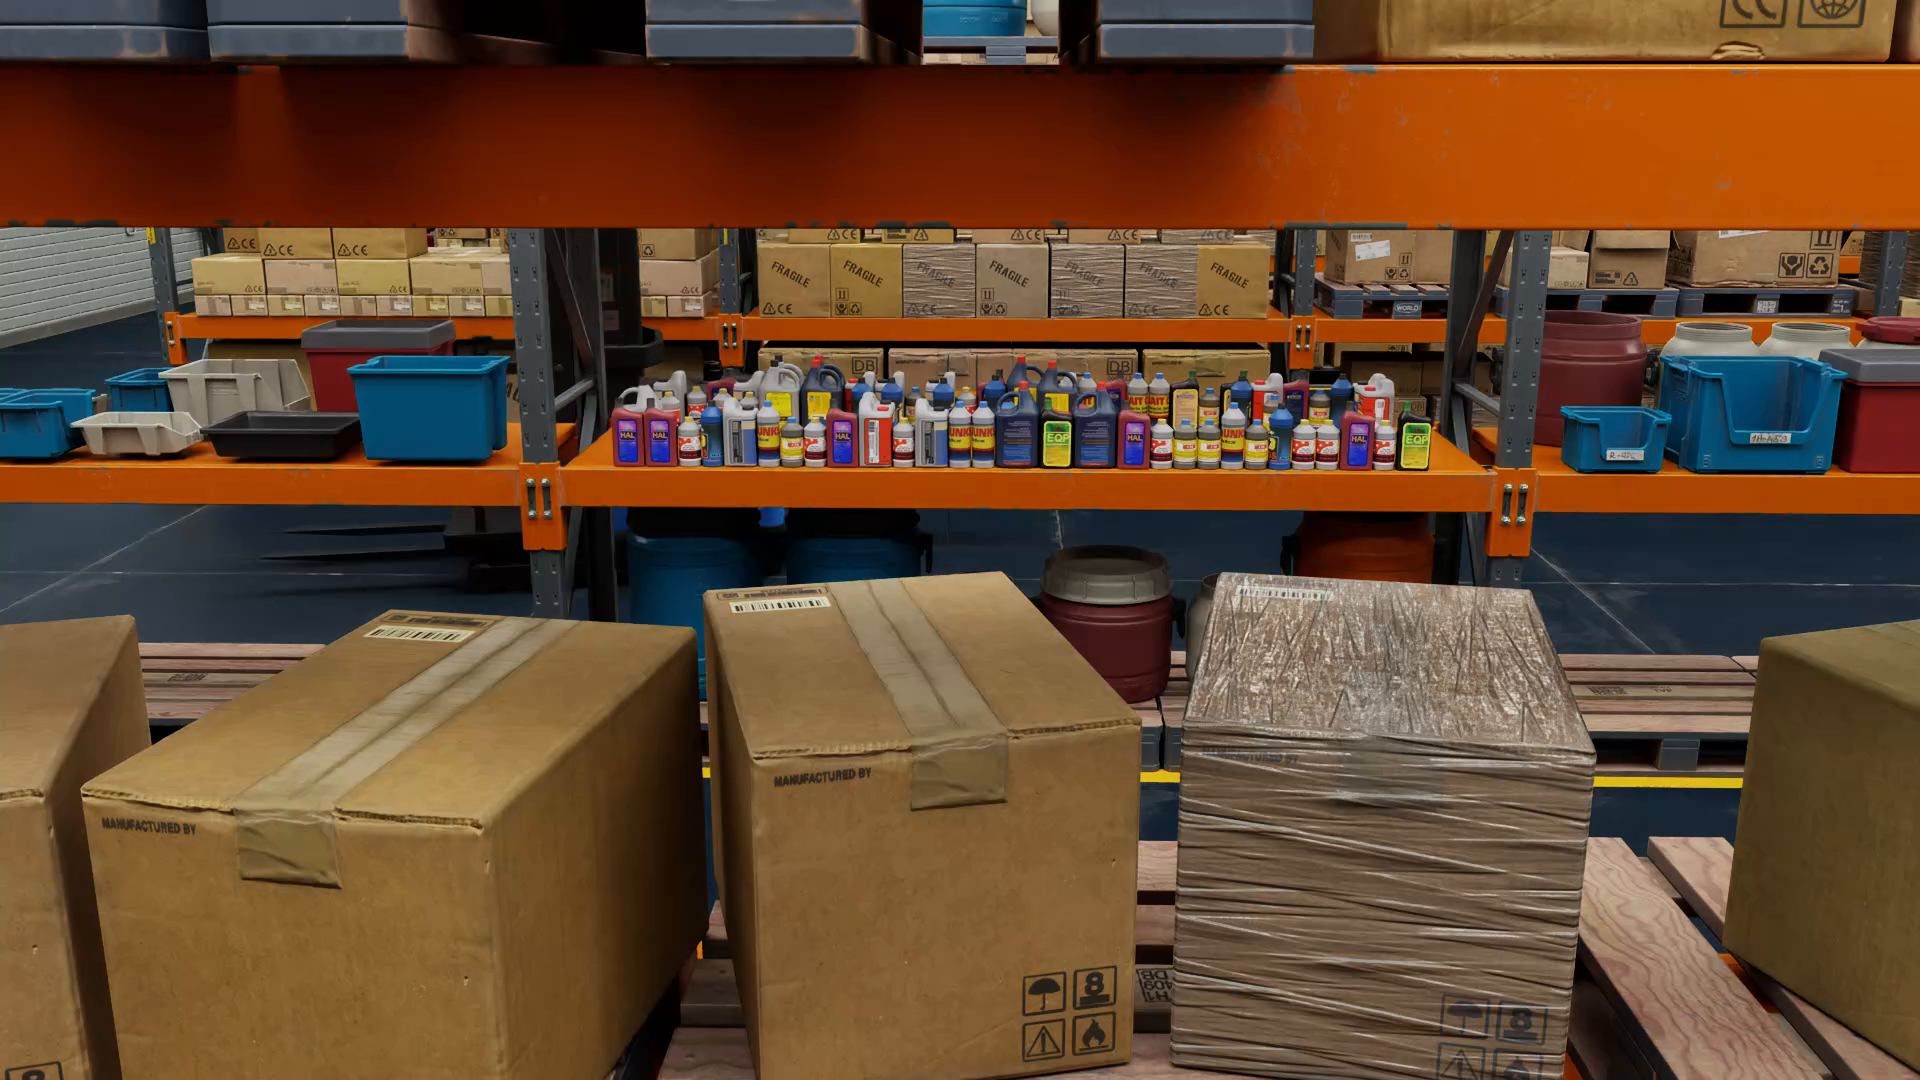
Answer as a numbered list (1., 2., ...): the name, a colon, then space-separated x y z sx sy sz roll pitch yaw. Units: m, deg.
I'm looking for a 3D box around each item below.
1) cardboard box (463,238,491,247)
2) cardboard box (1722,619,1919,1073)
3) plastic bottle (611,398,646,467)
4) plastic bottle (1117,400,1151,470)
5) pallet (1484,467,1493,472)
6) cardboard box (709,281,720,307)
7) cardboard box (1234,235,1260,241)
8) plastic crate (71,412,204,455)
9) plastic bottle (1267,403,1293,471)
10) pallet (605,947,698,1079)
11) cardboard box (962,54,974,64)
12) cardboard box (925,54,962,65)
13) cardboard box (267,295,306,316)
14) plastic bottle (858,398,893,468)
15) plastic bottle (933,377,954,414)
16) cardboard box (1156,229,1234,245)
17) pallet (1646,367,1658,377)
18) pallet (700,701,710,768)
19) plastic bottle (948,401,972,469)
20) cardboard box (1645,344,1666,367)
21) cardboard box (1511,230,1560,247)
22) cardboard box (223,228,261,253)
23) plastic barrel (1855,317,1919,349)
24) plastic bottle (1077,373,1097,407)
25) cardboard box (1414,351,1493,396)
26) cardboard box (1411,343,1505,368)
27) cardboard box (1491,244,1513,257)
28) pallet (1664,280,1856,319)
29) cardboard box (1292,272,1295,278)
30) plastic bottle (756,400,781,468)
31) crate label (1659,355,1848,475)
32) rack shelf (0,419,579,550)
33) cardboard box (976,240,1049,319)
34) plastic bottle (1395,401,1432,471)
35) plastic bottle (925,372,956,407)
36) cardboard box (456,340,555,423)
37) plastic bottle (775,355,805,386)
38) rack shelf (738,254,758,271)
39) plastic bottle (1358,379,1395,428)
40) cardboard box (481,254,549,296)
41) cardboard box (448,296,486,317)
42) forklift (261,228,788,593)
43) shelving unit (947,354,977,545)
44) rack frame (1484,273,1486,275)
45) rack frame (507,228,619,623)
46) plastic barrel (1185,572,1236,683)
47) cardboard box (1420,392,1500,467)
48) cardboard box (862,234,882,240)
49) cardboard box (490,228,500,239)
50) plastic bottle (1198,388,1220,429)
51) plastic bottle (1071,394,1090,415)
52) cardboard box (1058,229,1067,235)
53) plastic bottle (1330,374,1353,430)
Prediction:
1. cardboard box: -4.800 -2.969 16.708 0.250 0.149 0.380 1 15 3
2. cardboard box: 1.509 0.448 2.242 0.500 0.500 0.700 -5 16 -17
3. plastic bottle: -1.371 -0.447 6.882 0.133 0.283 0.061 0 15 1
4. plastic bottle: 0.714 -0.433 6.831 0.133 0.283 0.061 0 15 1
5. pallet: 4.396 -0.489 12.279 1.213 0.211 1.003 0 15 1
6. cardboard box: -1.887 -1.843 12.437 0.250 0.149 0.380 0 15 2
7. cardboard box: 1.920 -1.972 12.240 0.500 0.500 0.500 1 15 3
8. plastic crate: -3.475 -0.451 7.067 0.466 0.136 0.293 0 15 1
9. plastic bottle: 1.316 -0.428 6.835 0.097 0.271 0.097 0 15 0
10. pallet: -1.061 0.775 2.400 1.213 0.211 1.003 0 15 1
11. cardboard box: 0.168 -4.801 16.253 0.637 0.503 0.797 0 15 1
12. cardboard box: -0.116 -3.361 11.490 0.250 0.149 0.380 0 15 -1
13. cardboard box: -4.740 -1.693 11.868 0.250 0.149 0.380 0 15 0
14. plastic bottle: -0.348 -0.448 6.902 0.135 0.276 0.152 0 15 1
15. plastic bottle: -0.073 -0.592 7.456 0.097 0.271 0.097 0 15 0
16. cardboard box: 1.668 -2.394 11.870 0.637 0.503 0.797 1 15 3
17. pallet: 7.383 -1.716 16.932 1.213 0.211 1.003 0 15 1
18. pallet: -0.956 0.750 7.585 1.213 0.211 1.003 0 15 1
19. plastic bottle: -0.001 -0.437 6.867 0.097 0.271 0.097 0 15 0
20. cardboard box: 7.252 -2.243 16.805 0.875 0.875 0.875 1 15 2
21. cardboard box: 5.591 -3.076 16.425 0.500 0.500 0.500 0 15 1
22. cardboard box: -5.105 -2.401 12.302 0.500 0.500 0.500 1 15 2
23. plastic barrel: 4.154 -0.698 7.338 0.433 0.535 0.433 0 15 0
24. plastic bottle: 0.578 -0.627 7.587 0.097 0.271 0.097 0 15 0
25. cardboard box: 3.600 -1.220 12.154 0.500 0.250 0.500 2 15 8
26. cardboard box: 5.038 -2.193 16.860 0.750 0.750 1.050 0 15 1
27. cardboard box: 4.072 -2.047 12.161 0.258 0.266 0.396 0 15 0
28. pallet: 5.637 -1.775 12.063 1.213 0.211 1.003 0 15 1
29. cardboard box: 4.712 -3.296 21.780 0.625 0.372 0.950 1 15 3
30. plastic bottle: -0.793 -0.442 6.887 0.097 0.271 0.097 0 15 0
31. crate label: 3.258 -0.530 6.899 0.616 0.435 0.502 0 15 1
32. rack shelf: -3.726 -0.280 7.430 4.000 0.370 1.077 0 15 1
33. cardboard box: 0.373 -1.851 11.778 0.500 0.500 0.500 1 15 2
34. plastic bottle: 1.857 -0.426 6.802 0.133 0.283 0.061 0 15 1
35. plastic bottle: -0.089 -0.626 7.577 0.135 0.276 0.152 0 15 1
36. cardboard box: -3.158 -1.084 12.409 0.875 0.875 0.875 0 15 1
37. plastic bottle: -0.799 -0.668 7.588 0.185 0.351 0.144 0 15 1
38. rack shelf: -3.372 -2.807 17.009 4.000 0.370 1.077 0 15 1
39. plastic bottle: 1.844 -0.575 7.382 0.135 0.276 0.152 0 15 1
40. cardboard box: -3.076 -1.891 11.837 0.500 0.250 0.500 1 15 3
41. cardboard box: -3.453 -1.685 11.838 0.250 0.149 0.380 1 15 2
42. forklift: -2.607 -1.257 9.861 3.031 2.935 1.130 -3 15 -11
43. shelving unit: 0.014 -0.580 10.687 0.189 1.200 0.258 0 15 1
44. rack frame: 6.650 -4.353 21.458 0.127 3.000 1.000 0 15 1
45. rack frame: -1.727 -0.614 7.289 0.127 3.000 1.000 0 15 1
46. plastic barrel: 1.216 0.432 7.377 0.421 0.512 0.421 0 15 0
47. cardboard box: 3.624 -0.856 12.242 0.500 0.500 0.700 -1 15 -3
48. cardboard box: -0.631 -1.987 12.297 0.500 0.500 0.500 1 15 3
49. cardboard box: -4.394 -3.290 16.649 0.500 0.500 0.500 0 15 2
50. plastic bottle: 1.137 -0.589 7.582 0.097 0.201 0.097 0 15 0
51. plastic bottle: 0.533 -0.471 6.974 0.133 0.283 0.061 0 15 1
52. cardboard box: 1.098 -3.091 16.344 0.250 0.149 0.380 0 15 -1
53. plastic bottle: 1.732 -0.619 7.559 0.097 0.271 0.097 0 15 0
